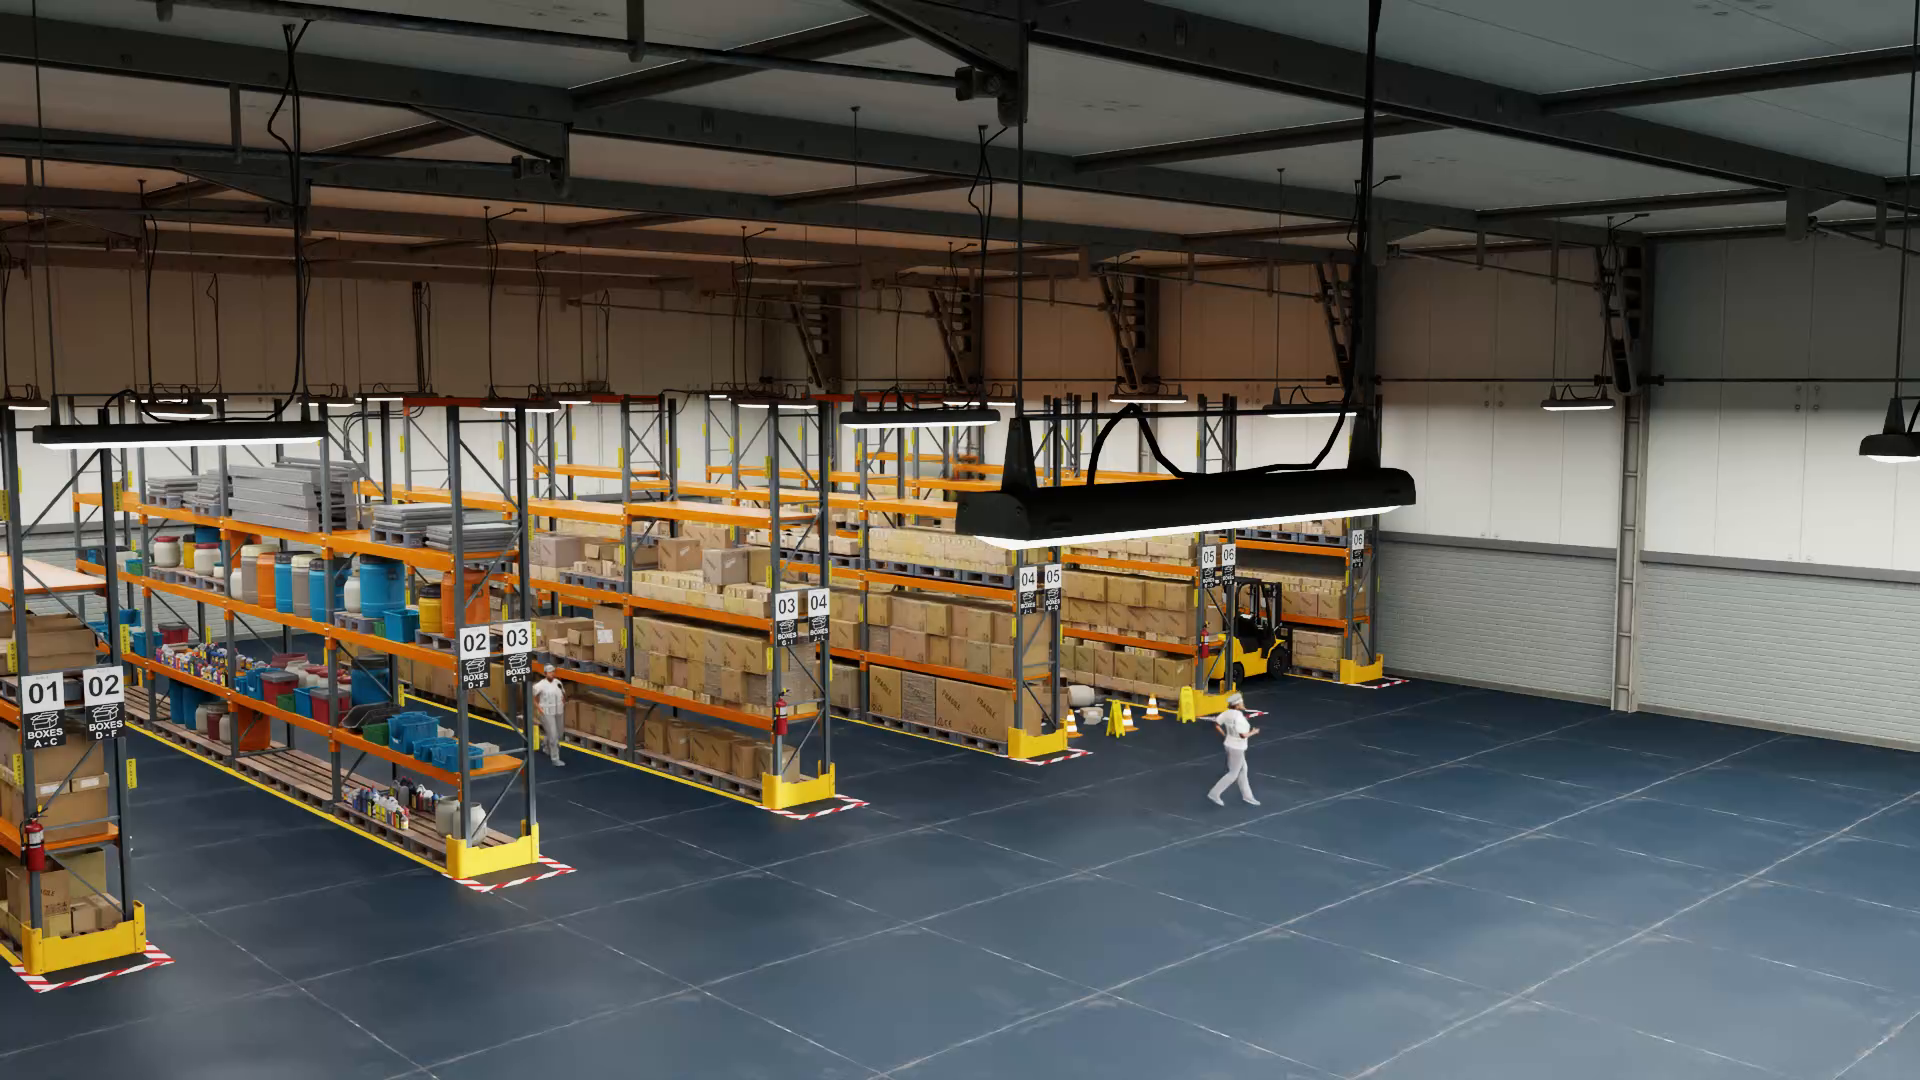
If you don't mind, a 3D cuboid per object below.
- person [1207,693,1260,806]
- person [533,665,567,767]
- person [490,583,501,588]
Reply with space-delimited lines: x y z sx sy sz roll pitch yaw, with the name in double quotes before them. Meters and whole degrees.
"person" 4.052 3.102 24.505 0.871 1.719 0.570 -1 6 -11
"person" -6.743 2.867 27.393 0.802 1.635 0.620 5 7 42
"person" -10.768 1.800 38.308 0.611 1.629 0.625 -1 6 -14
